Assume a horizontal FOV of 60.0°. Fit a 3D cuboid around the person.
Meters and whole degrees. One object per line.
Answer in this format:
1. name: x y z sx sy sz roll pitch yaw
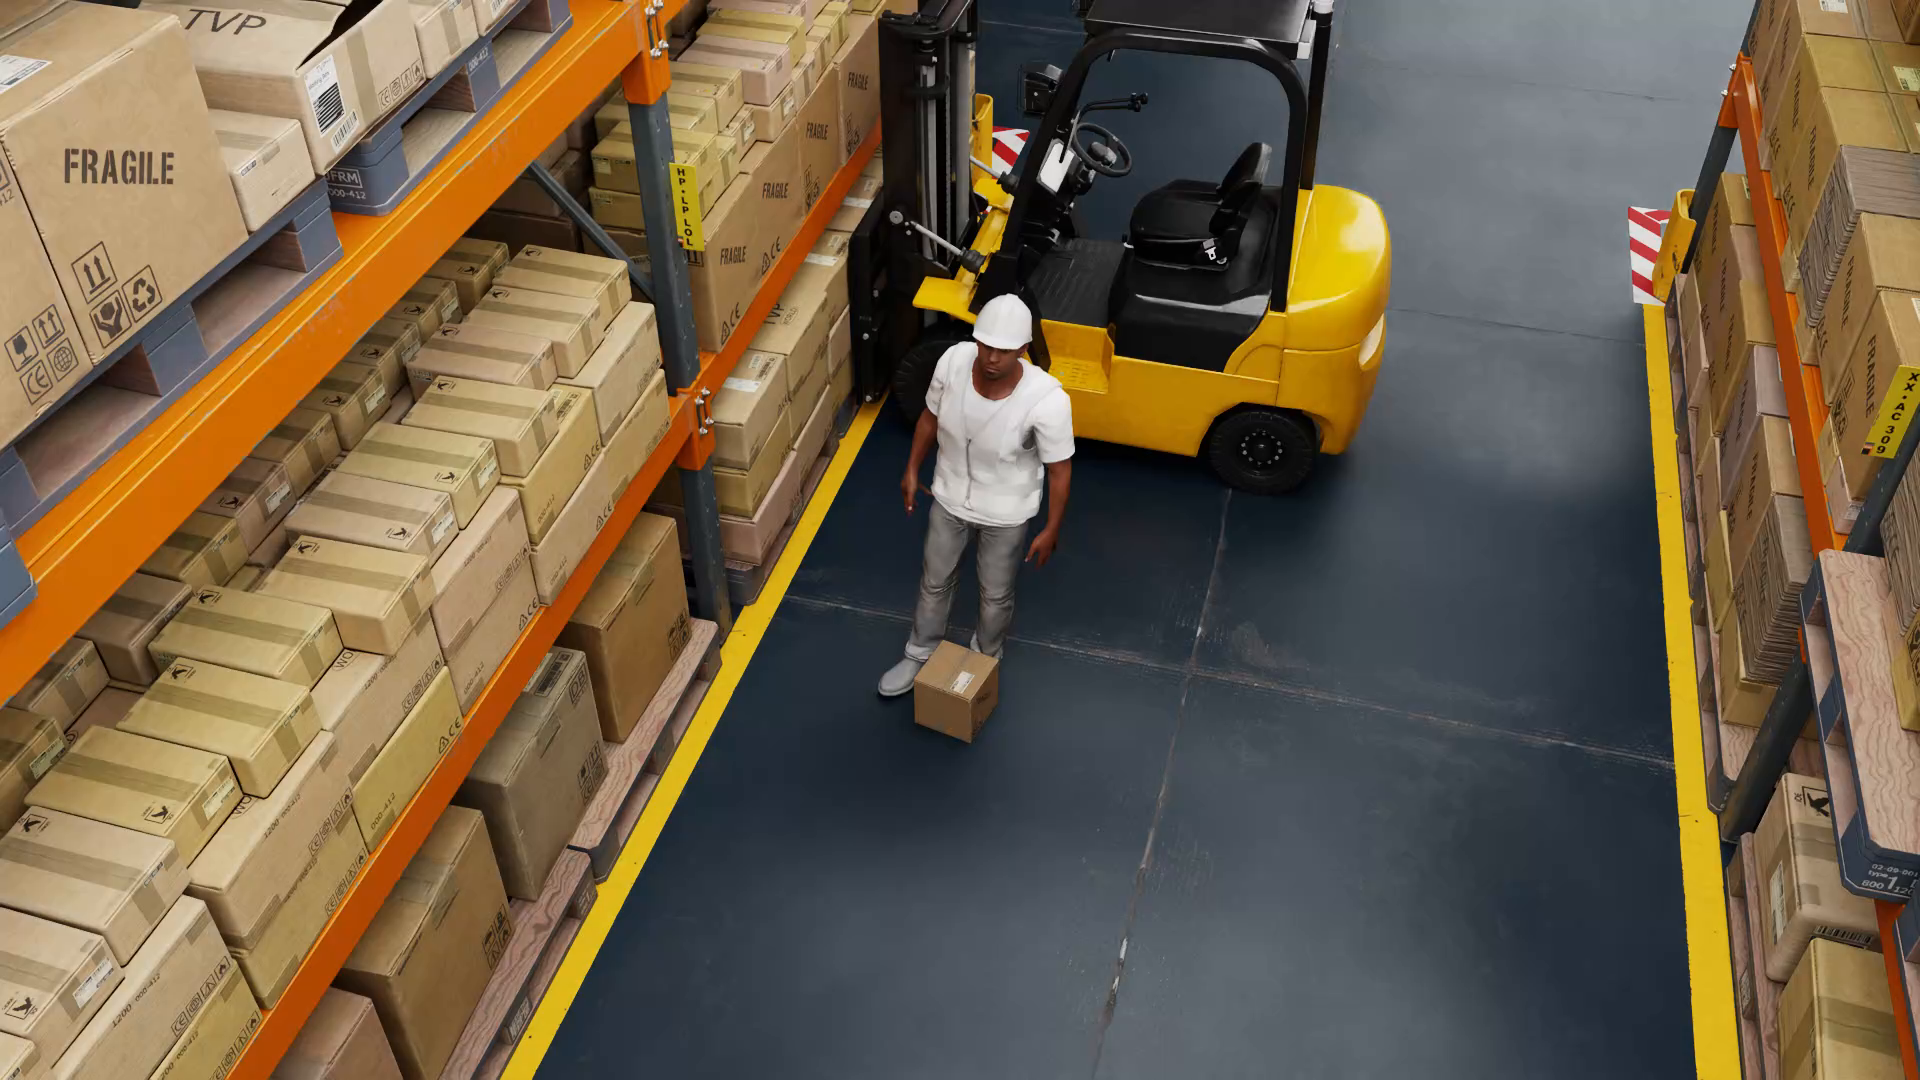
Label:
1. person: 0.056 -0.103 6.246 0.666 1.766 0.576 20 45 21
